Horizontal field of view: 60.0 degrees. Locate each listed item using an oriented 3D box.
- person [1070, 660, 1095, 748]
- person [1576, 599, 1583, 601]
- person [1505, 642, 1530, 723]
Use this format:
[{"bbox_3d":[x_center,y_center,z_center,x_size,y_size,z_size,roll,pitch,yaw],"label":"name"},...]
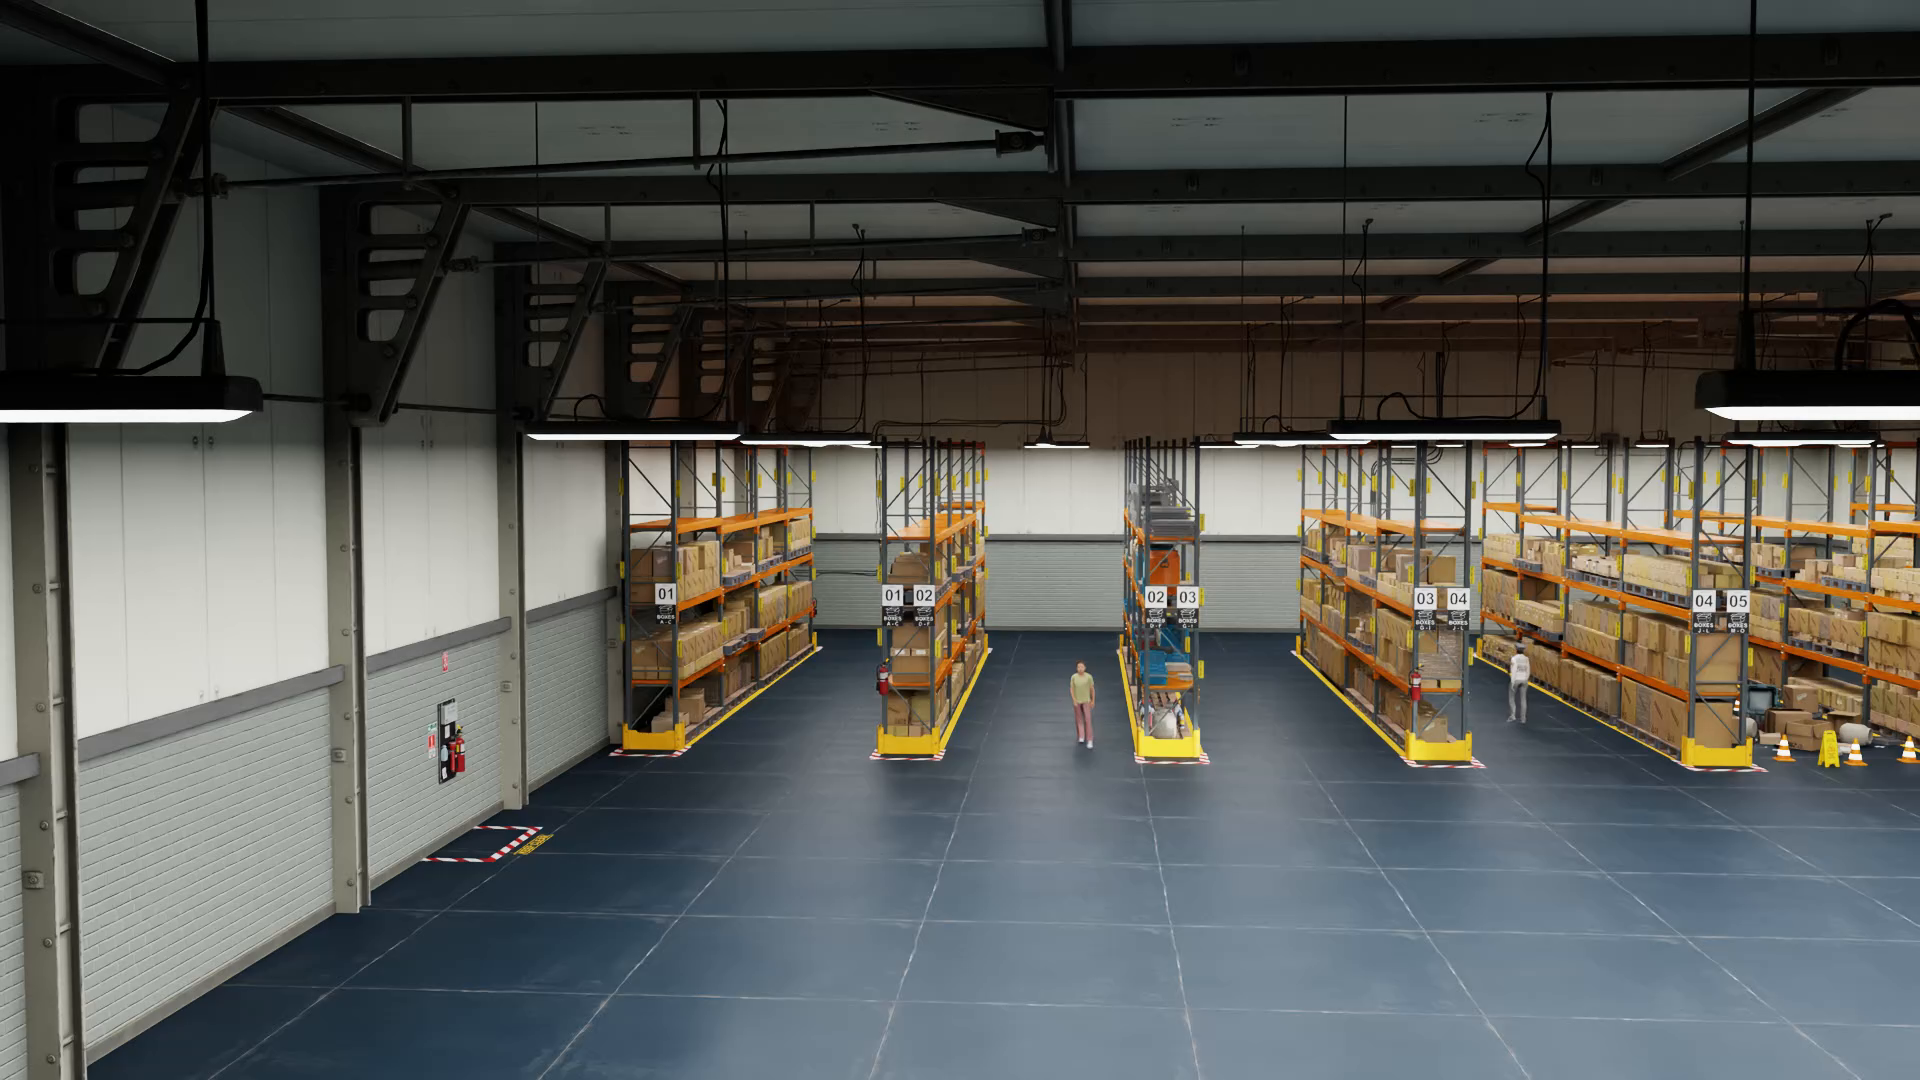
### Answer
[{"bbox_3d":[2.395,3.165,32.330,0.552,1.641,0.833,1,3,18],"label":"person"},{"bbox_3d":[17.337,2.420,46.516,1.006,1.573,0.477,2,3,28],"label":"person"},{"bbox_3d":[11.806,3.037,35.038,0.474,1.733,0.580,0,3,-3],"label":"person"}]
